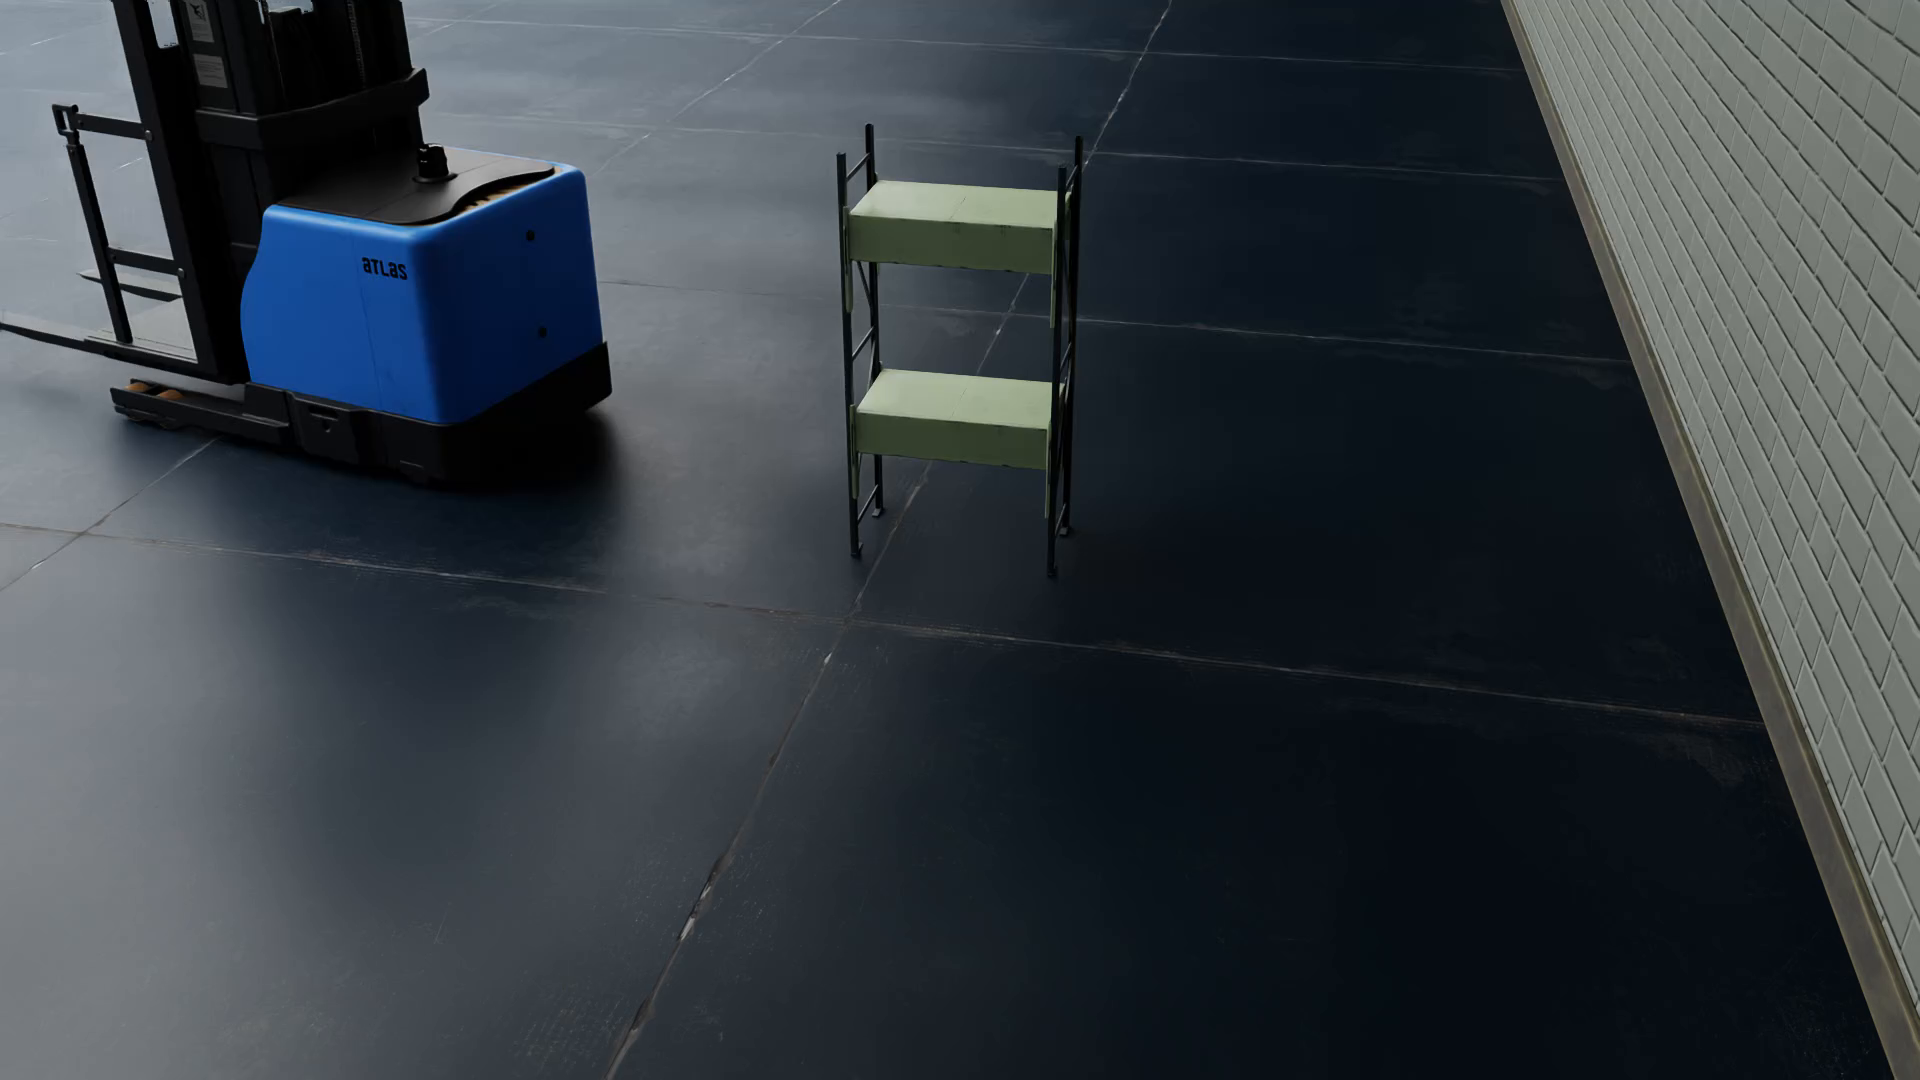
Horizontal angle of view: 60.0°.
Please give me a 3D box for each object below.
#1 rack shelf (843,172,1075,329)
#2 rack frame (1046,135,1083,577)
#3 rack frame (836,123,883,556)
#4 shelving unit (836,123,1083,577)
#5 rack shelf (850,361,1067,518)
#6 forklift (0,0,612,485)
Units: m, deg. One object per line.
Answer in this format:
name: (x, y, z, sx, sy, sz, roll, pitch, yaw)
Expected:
rack shelf: (0.007, -1.000, 5.701, 0.720, 0.370, 0.431, 6, 29, 11)
rack frame: (0.364, -0.620, 5.822, 0.023, 1.500, 0.400, 6, 29, 11)
rack frame: (-0.351, -0.694, 5.956, 0.023, 1.500, 0.400, 6, 29, 11)
shelving unit: (0.007, -0.657, 5.889, 0.755, 1.500, 0.431, 6, 29, 11)
rack shelf: (0.007, -0.371, 6.045, 0.720, 0.370, 0.431, 6, 29, 11)
forklift: (-3.082, -1.972, 6.800, 3.031, 2.935, 1.130, 13, 31, 22)
